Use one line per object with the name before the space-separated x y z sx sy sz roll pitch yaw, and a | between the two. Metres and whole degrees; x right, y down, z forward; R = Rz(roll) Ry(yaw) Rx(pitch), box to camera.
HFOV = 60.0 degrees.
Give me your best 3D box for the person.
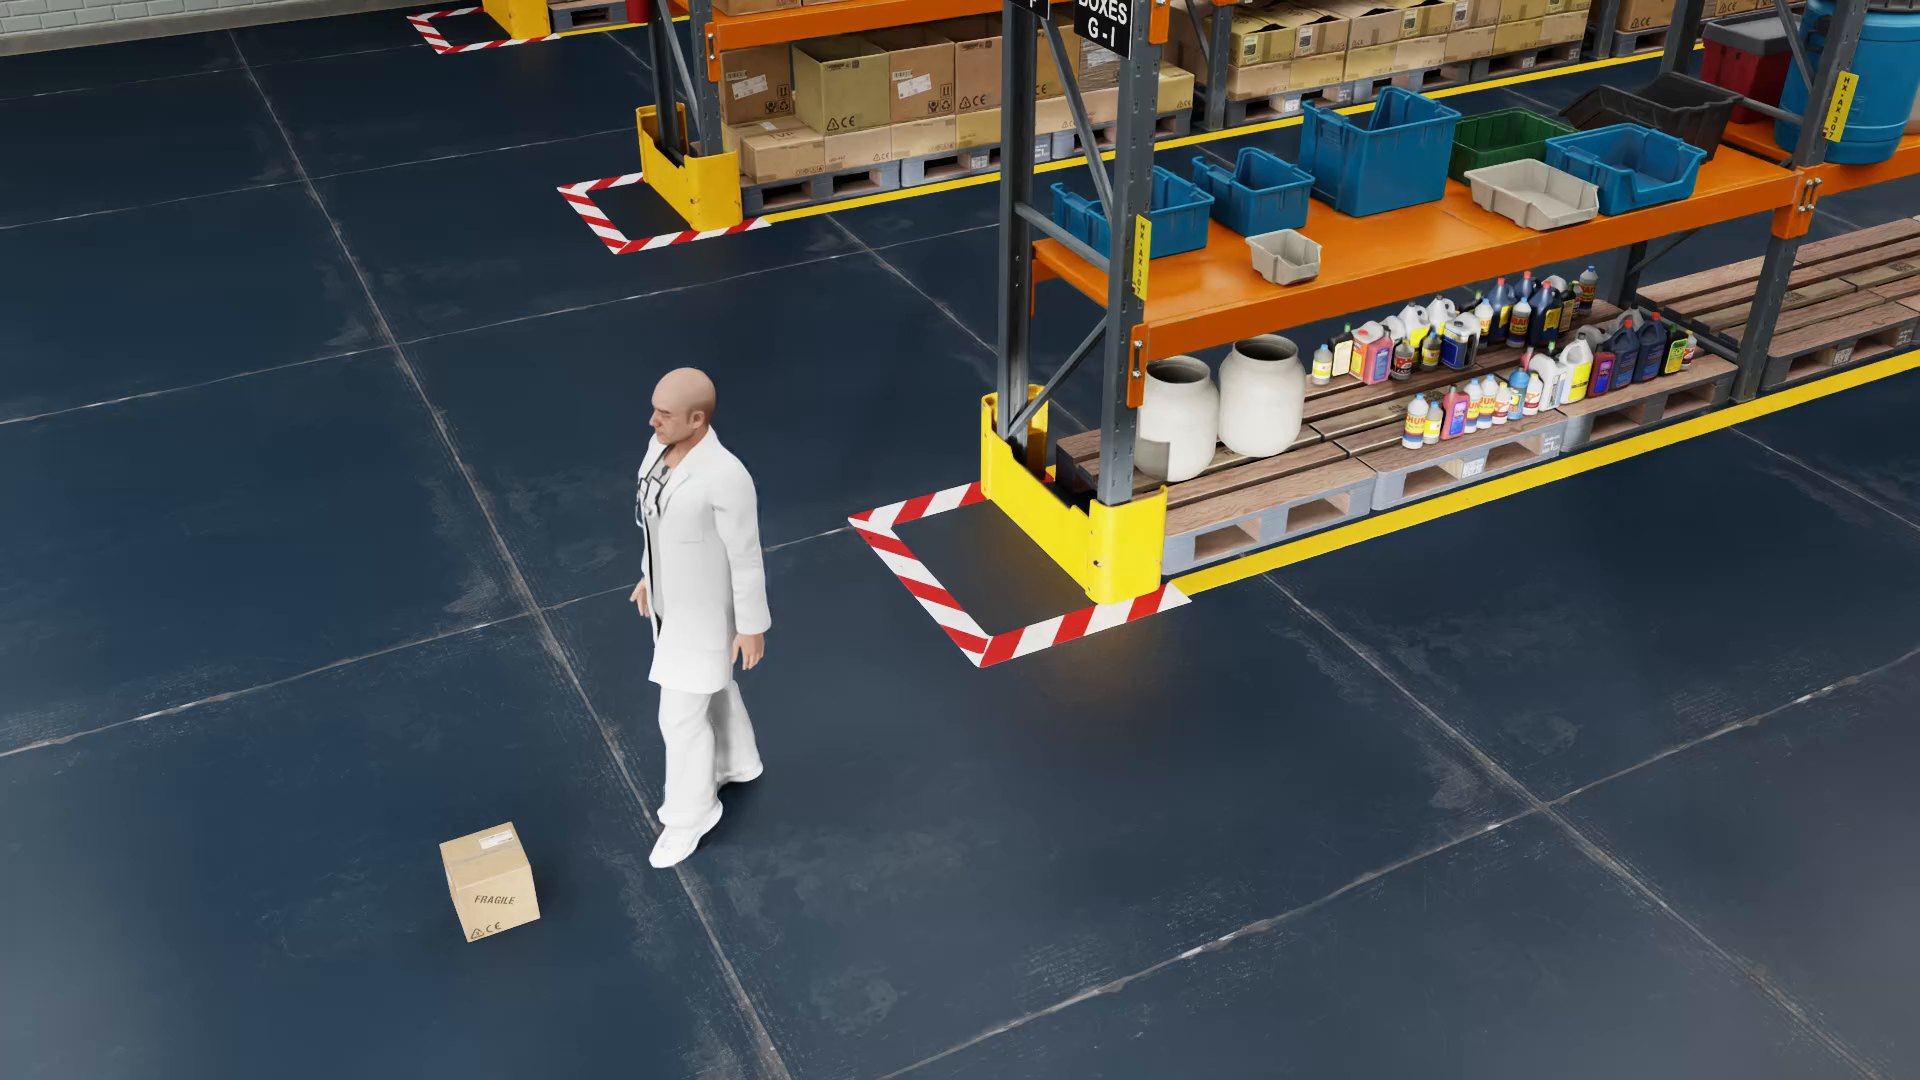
person | -0.978 0.274 5.759 0.592 1.848 0.613 -19 37 -27
